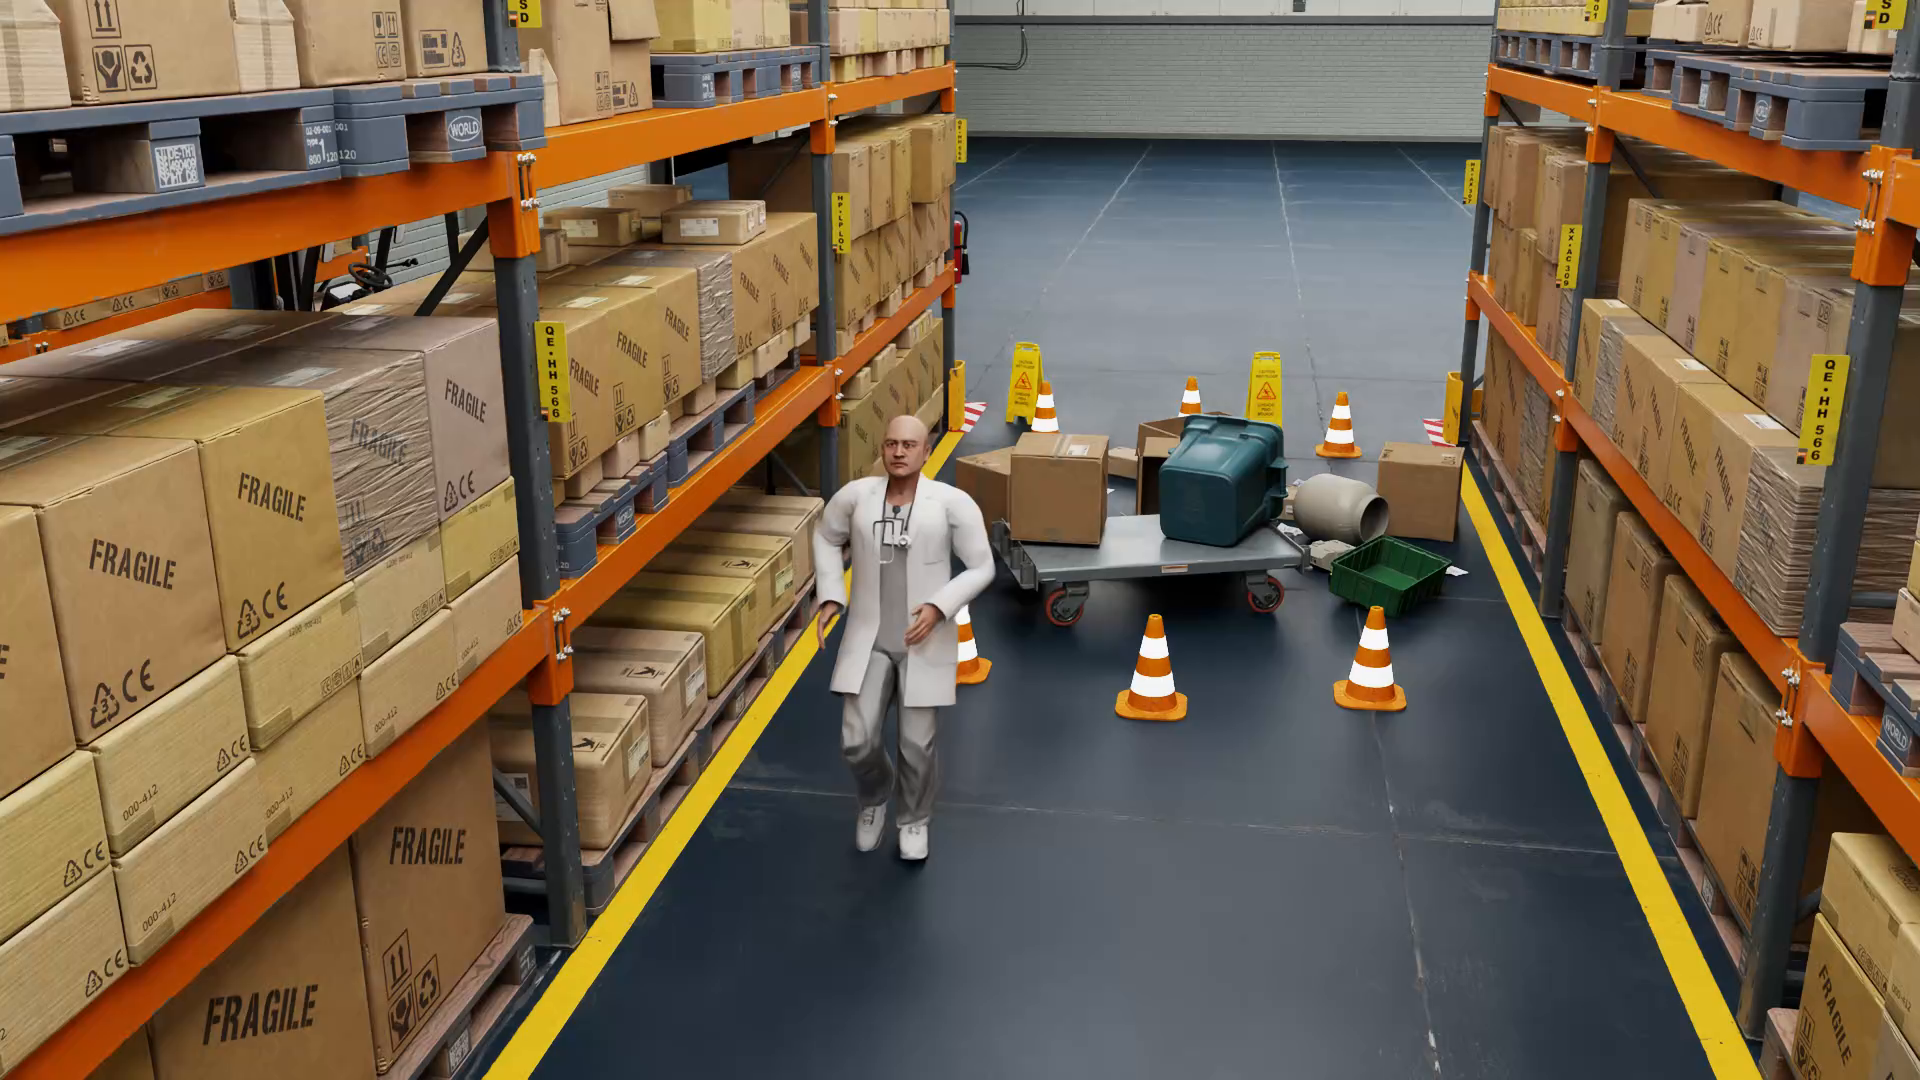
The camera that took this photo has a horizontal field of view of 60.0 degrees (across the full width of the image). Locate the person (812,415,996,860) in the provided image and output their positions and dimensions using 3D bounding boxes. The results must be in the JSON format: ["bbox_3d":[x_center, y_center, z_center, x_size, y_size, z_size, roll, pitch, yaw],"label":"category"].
[{"bbox_3d":[-0.244,0.399,6.412,0.745,1.750,0.545,2,18,8],"label":"person"}]
